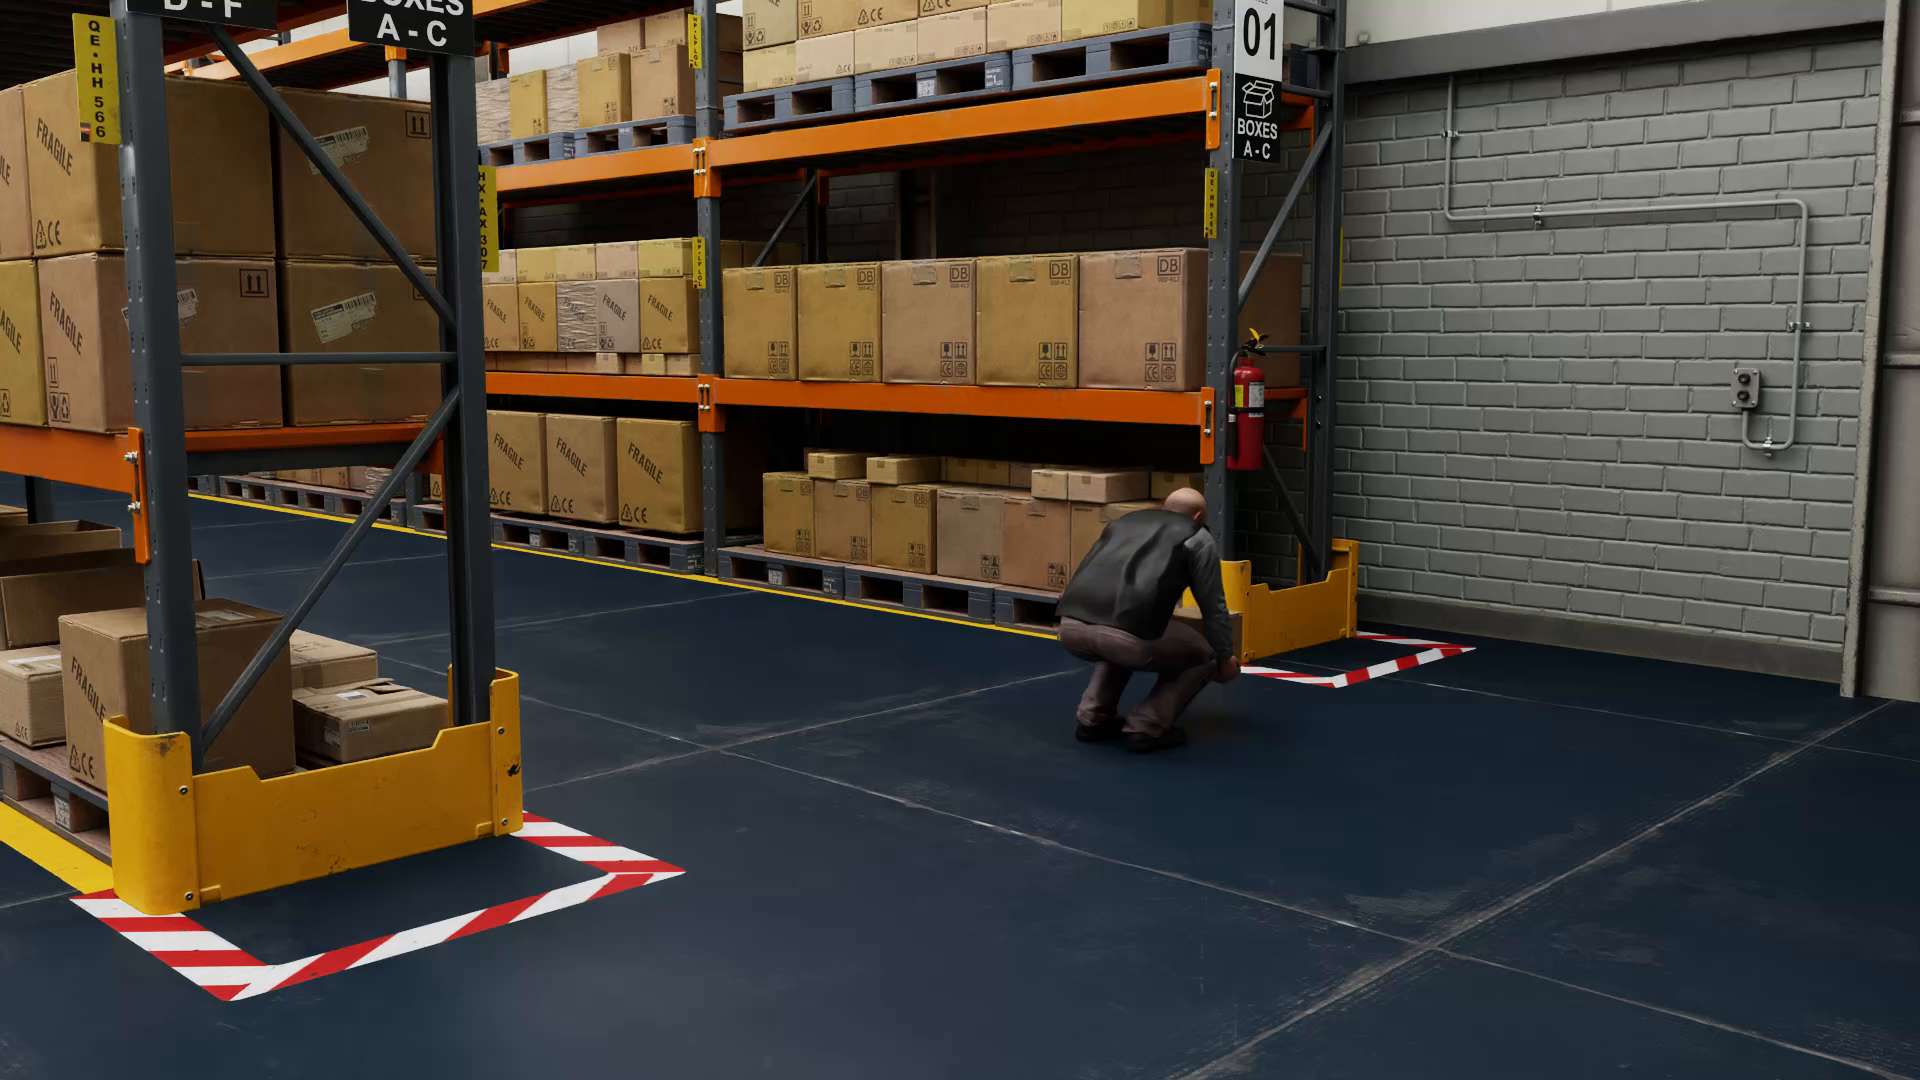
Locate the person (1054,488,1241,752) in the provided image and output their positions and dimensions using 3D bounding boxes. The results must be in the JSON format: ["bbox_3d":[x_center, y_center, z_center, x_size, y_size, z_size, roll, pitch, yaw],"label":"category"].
[{"bbox_3d":[0.752,0.298,6.572,0.516,0.969,0.865,6,9,42],"label":"person"}]
